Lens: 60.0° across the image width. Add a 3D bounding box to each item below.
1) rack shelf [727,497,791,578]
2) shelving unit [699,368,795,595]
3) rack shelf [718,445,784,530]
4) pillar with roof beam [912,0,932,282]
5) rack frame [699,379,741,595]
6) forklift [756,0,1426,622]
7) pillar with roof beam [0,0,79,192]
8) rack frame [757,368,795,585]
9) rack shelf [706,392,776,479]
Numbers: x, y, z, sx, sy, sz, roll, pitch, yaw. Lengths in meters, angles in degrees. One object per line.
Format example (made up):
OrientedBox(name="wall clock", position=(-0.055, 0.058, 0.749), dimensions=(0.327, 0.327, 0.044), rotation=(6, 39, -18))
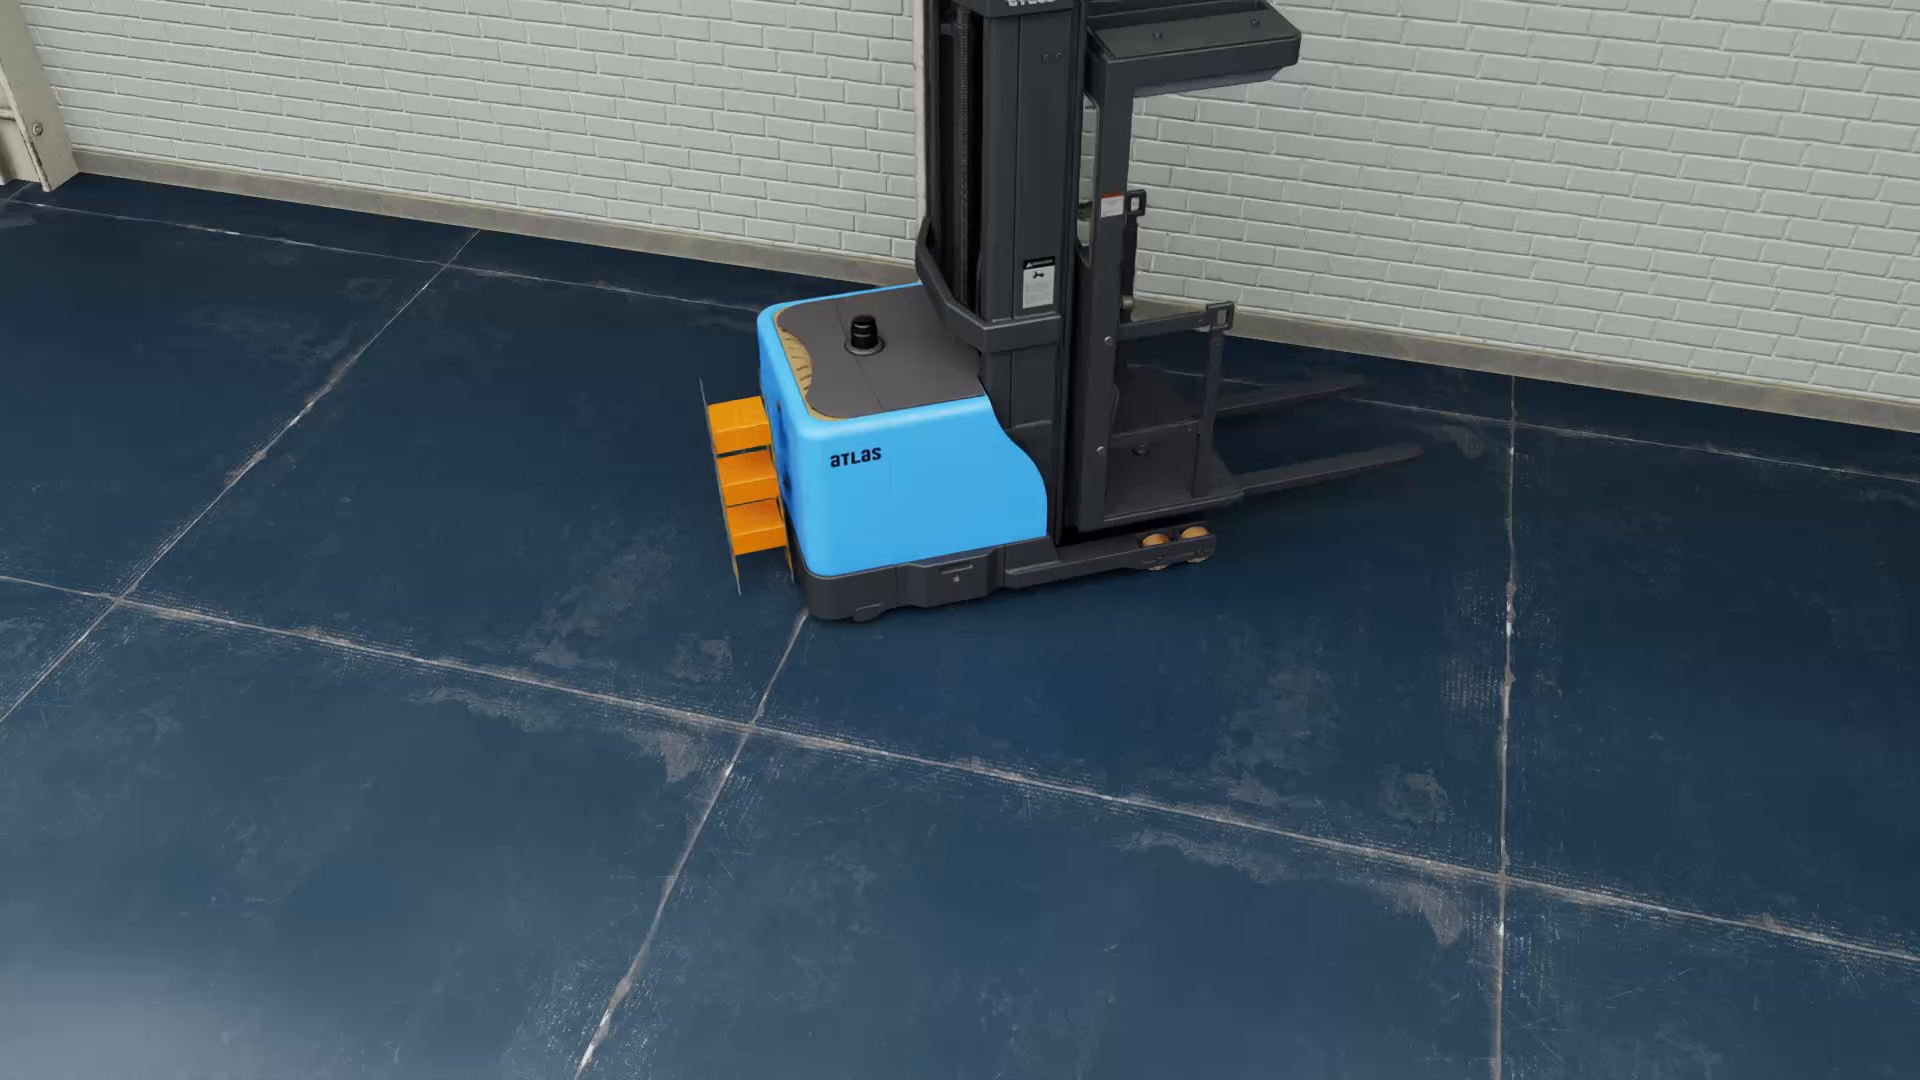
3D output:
OrientedBox(name="rack shelf", position=(-0.902, -0.017, 7.393), dimensions=(0.240, 0.259, 0.215), rotation=(-11, 41, -9))
OrientedBox(name="shelving unit", position=(-0.915, -0.235, 7.205), dimensions=(0.252, 1.050, 0.215), rotation=(-11, 41, -9))
OrientedBox(name="rack shelf", position=(-0.914, -0.227, 7.212), dimensions=(0.240, 0.259, 0.215), rotation=(-11, 41, -9))
OrientedBox(name="pillar with roof beam", position=(-1.116, -2.065, 3.212), dimensions=(0.400, 9.000, 9.100), rotation=(10, 41, 11))
OrientedBox(name="rack frame", position=(-1.033, -0.212, 7.186), dimensions=(0.008, 1.050, 0.200), rotation=(-11, 41, -9))
OrientedBox(name="forklift", position=(0.668, -1.301, 7.020), dimensions=(3.031, 2.935, 1.130), rotation=(-11, 41, -12))
OrientedBox(name="pillar with roof beam", position=(-6.912, -3.062, 4.399), dimensions=(0.400, 9.000, 9.100), rotation=(10, 41, 11))
OrientedBox(name="rack frame", position=(-0.797, -0.259, 7.225), dimensions=(0.008, 1.050, 0.200), rotation=(-11, 41, -9))
OrientedBox(name="rack shelf", position=(-0.927, -0.442, 7.028), dimensions=(0.240, 0.259, 0.215), rotation=(-11, 41, -9))
